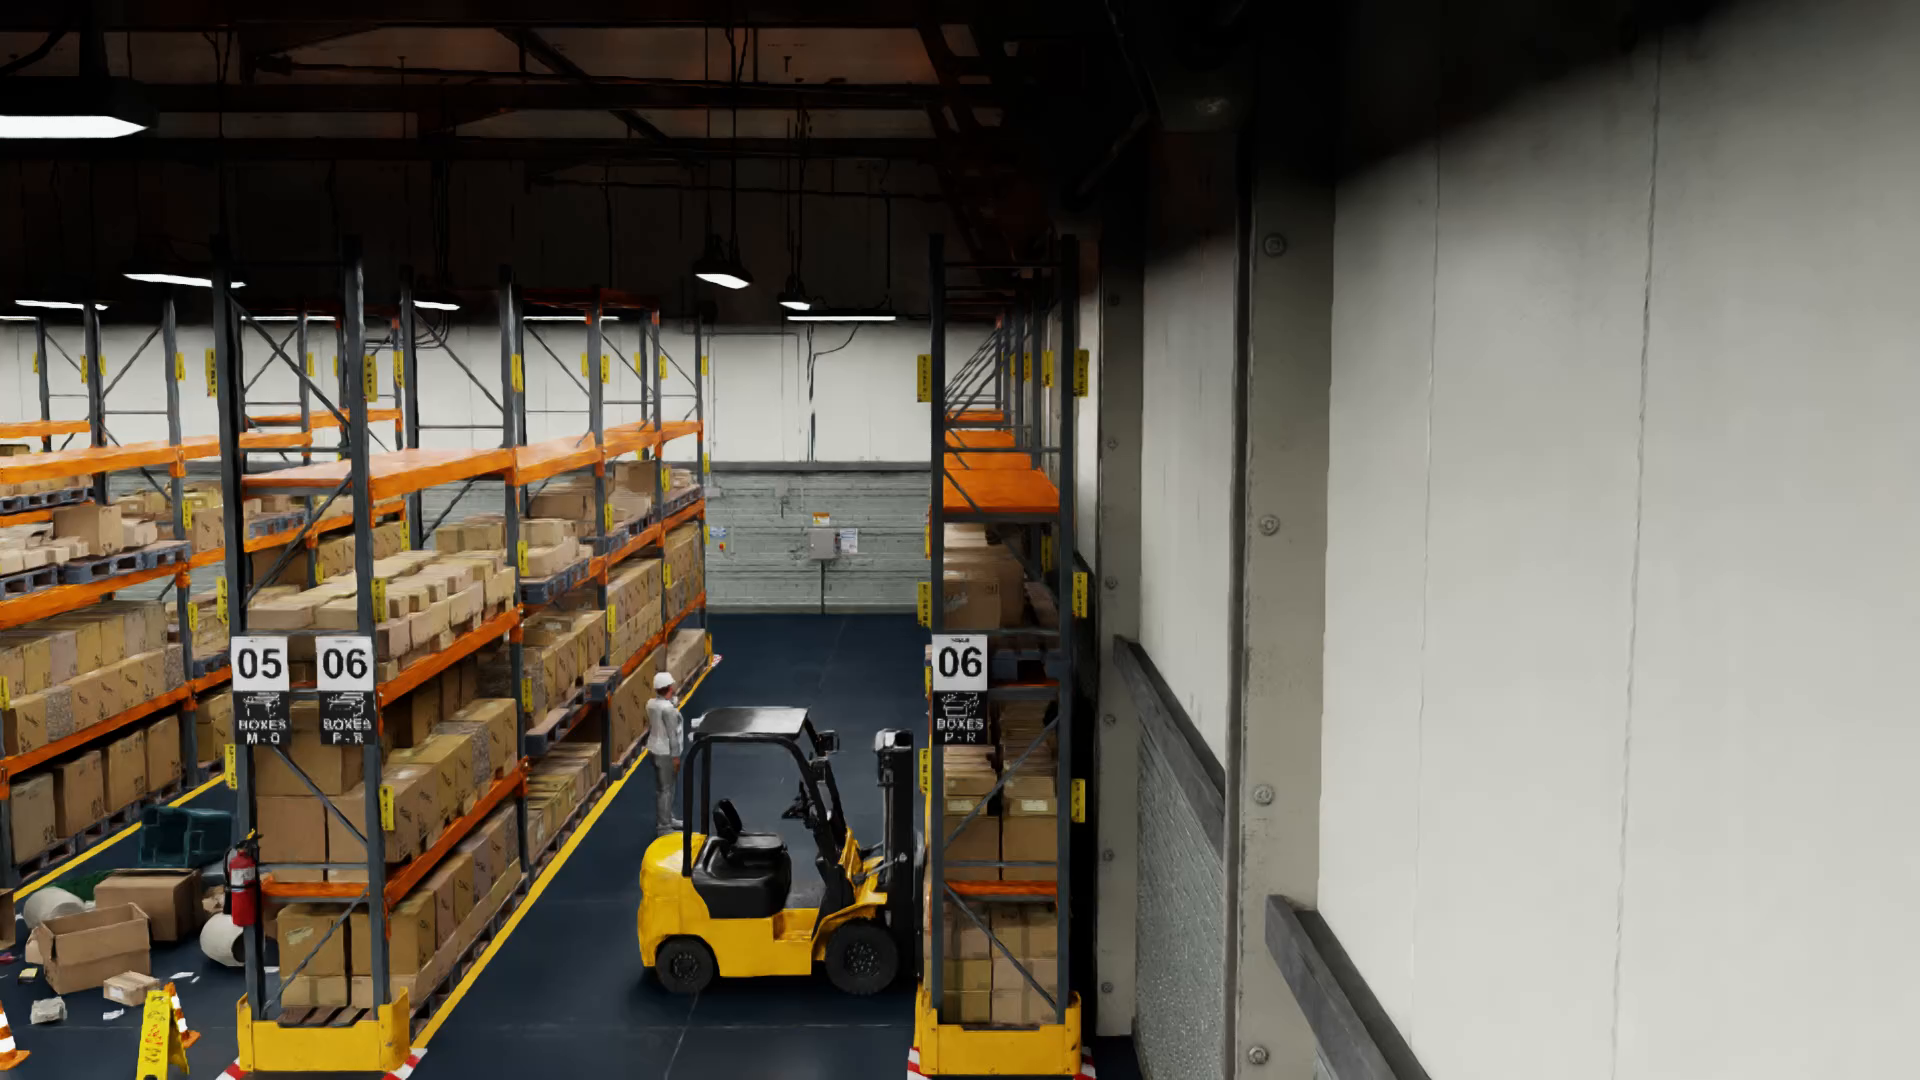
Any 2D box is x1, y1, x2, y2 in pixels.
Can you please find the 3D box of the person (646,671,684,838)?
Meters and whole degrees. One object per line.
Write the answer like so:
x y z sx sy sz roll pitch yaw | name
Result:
-3.137 2.292 17.936 0.444 1.775 0.581 -4 7 -32 | person
